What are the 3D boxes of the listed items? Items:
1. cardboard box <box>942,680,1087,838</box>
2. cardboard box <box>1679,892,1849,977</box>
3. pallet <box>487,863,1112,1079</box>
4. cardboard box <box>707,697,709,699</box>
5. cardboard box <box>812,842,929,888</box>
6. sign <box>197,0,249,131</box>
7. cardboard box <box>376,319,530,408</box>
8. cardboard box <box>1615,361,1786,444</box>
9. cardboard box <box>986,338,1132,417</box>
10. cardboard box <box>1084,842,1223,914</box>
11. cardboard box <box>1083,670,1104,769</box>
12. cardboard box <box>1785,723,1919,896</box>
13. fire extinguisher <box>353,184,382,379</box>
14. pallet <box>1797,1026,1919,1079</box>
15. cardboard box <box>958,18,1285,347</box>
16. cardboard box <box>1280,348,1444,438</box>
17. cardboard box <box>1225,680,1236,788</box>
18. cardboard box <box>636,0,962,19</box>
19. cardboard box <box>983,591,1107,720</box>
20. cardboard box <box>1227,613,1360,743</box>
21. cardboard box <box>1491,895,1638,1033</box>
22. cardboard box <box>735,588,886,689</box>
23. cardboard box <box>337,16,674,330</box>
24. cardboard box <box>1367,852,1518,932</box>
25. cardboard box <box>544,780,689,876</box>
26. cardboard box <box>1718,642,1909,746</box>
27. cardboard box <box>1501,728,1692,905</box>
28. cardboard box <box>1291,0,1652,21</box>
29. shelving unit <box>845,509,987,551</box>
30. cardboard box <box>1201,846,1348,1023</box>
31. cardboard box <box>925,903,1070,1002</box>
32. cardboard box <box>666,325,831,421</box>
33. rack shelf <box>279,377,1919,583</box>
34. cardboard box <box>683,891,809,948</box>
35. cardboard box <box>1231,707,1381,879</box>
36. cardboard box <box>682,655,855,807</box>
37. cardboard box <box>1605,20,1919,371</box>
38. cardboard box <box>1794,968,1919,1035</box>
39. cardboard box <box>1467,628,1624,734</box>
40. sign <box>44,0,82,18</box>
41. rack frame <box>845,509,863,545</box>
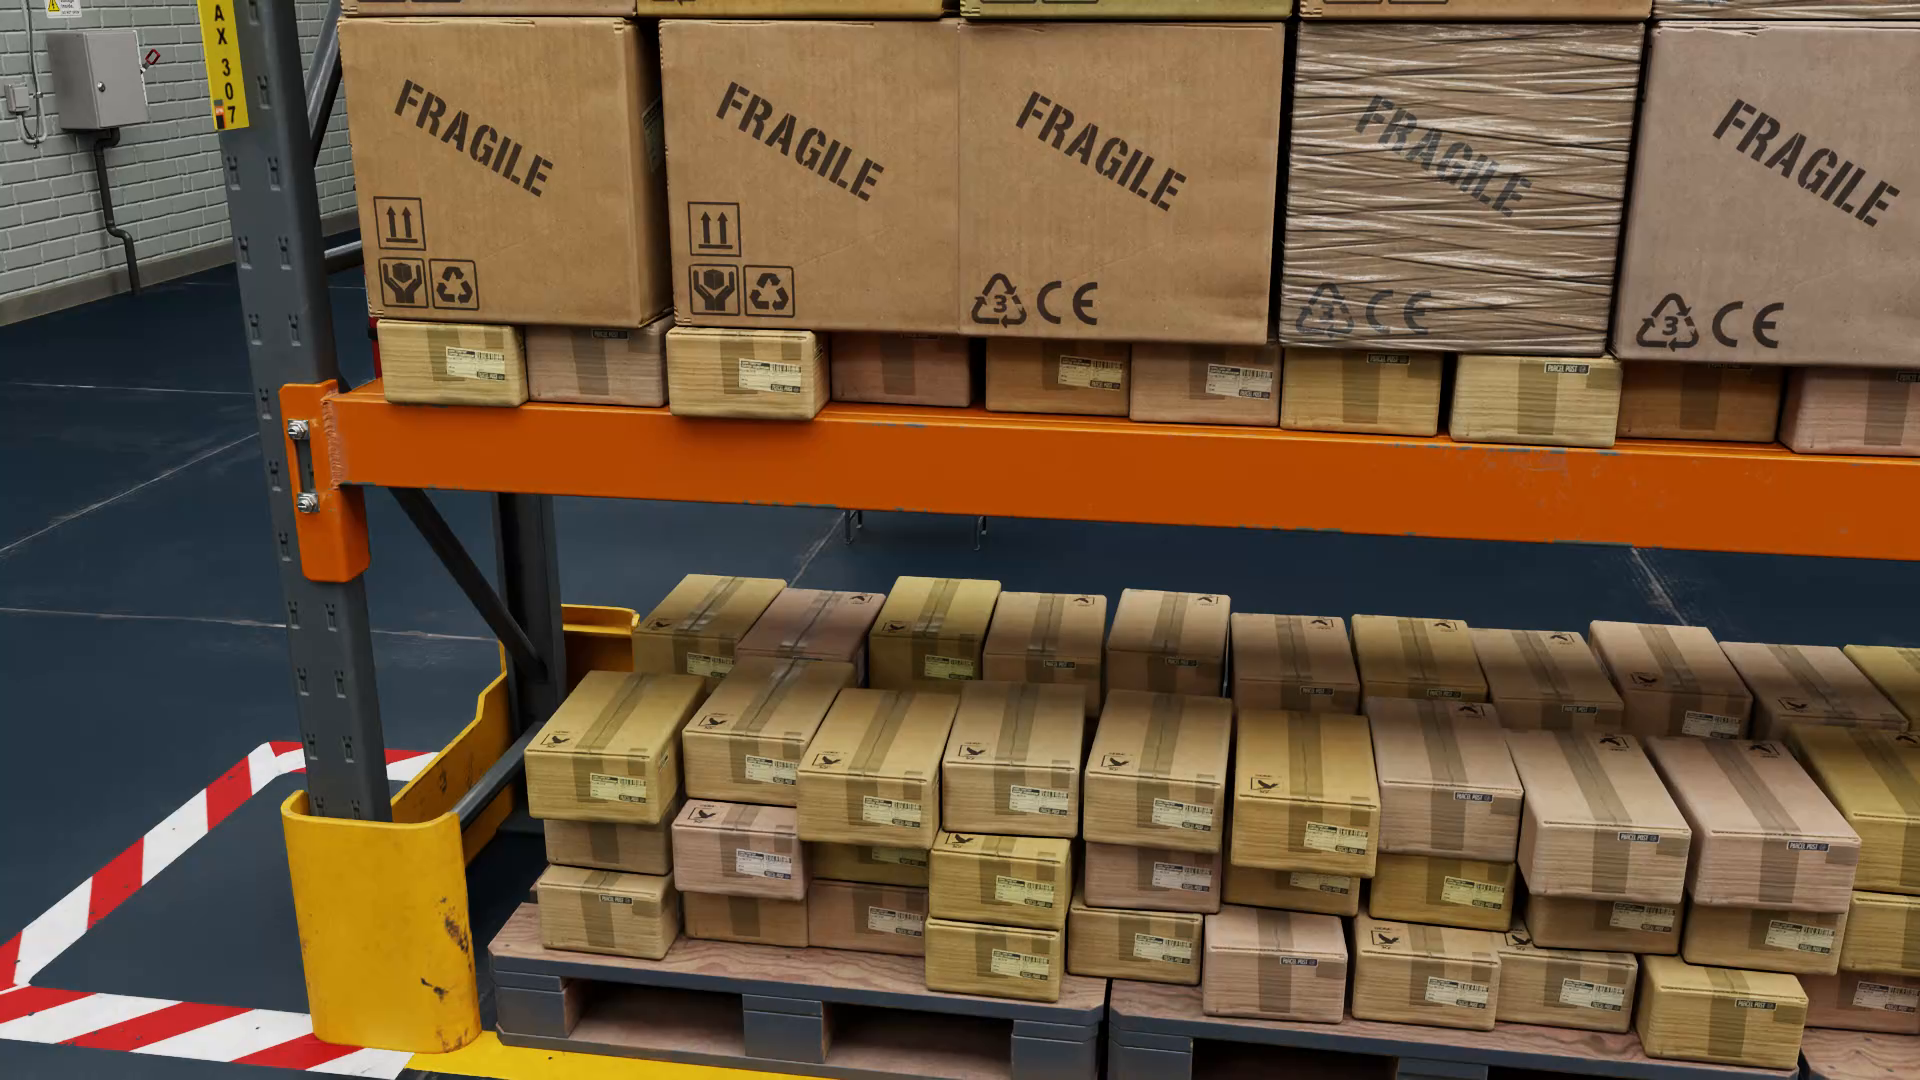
[{"bbox_3d":[0.112,0.417,3.223,0.250,0.149,0.380,2,19,6],"label":"cardboard box"},{"bbox_3d":[1.435,0.627,3.064,0.250,0.149,0.380,3,19,10],"label":"cardboard box"},{"bbox_3d":[-0.258,0.776,3.651,1.213,0.211,1.003,3,19,9],"label":"pallet"},{"bbox_3d":[-0.563,0.347,3.902,0.250,0.149,0.380,2,19,7],"label":"cardboard box"},{"bbox_3d":[-0.135,0.532,3.347,0.250,0.149,0.380,3,19,9],"label":"cardboard box"},{"bbox_3d":[-1.215,-0.843,2.730,0.005,0.325,0.100,3,19,9],"label":"sign"},{"bbox_3d":[-0.861,-0.364,3.059,0.250,0.149,0.380,3,19,8],"label":"cardboard box"},{"bbox_3d":[1.209,-0.288,2.833,0.250,0.149,0.380,3,19,8],"label":"cardboard box"},{"bbox_3d":[0.195,-0.342,2.995,0.250,0.149,0.380,3,19,8],"label":"cardboard box"},{"bbox_3d":[0.378,0.563,3.255,0.250,0.149,0.380,2,19,6],"label":"cardboard box"},{"bbox_3d":[0.200,0.418,3.688,0.250,0.149,0.380,3,19,8],"label":"cardboard box"},{"bbox_3d":[1.678,0.485,3.019,0.250,0.149,0.380,4,19,10],"label":"cardboard box"},{"bbox_3d":[-1.305,-0.546,3.917,0.183,0.674,0.296,3,19,9],"label":"fire extinguisher"},{"bbox_3d":[2.151,0.899,3.284,1.213,0.211,1.003,3,19,9],"label":"pallet"},{"bbox_3d":[0.284,-0.634,2.844,0.500,0.500,0.500,3,19,9],"label":"cardboard box"},{"bbox_3d":[0.687,-0.301,2.873,0.250,0.149,0.380,4,19,11],"label":"cardboard box"},{"bbox_3d":[0.714,0.413,3.703,0.250,0.149,0.380,4,19,11],"label":"cardboard box"},{"bbox_3d":[-0.229,-1.136,2.768,0.500,0.500,0.500,3,19,10],"label":"cardboard box"},{"bbox_3d":[0.194,0.253,3.714,0.250,0.149,0.380,2,19,6],"label":"cardboard box"},{"bbox_3d":[0.711,0.297,3.583,0.250,0.149,0.380,2,19,7],"label":"cardboard box"},{"bbox_3d":[1.110,0.753,3.157,0.250,0.149,0.380,3,19,10],"label":"cardboard box"},{"bbox_3d":[-0.327,0.246,3.733,0.250,0.149,0.380,3,19,10],"label":"cardboard box"},{"bbox_3d":[-0.730,-0.681,2.986,0.500,0.500,0.500,4,19,11],"label":"cardboard box"},{"bbox_3d":[0.917,0.580,3.203,0.250,0.149,0.380,4,19,11],"label":"cardboard box"},{"bbox_3d":[-0.653,0.516,3.395,0.250,0.149,0.380,4,19,11],"label":"cardboard box"},{"bbox_3d":[1.732,0.352,3.417,0.250,0.149,0.380,2,19,7],"label":"cardboard box"},{"bbox_3d":[1.128,0.491,3.002,0.250,0.149,0.380,2,19,7],"label":"cardboard box"},{"bbox_3d":[0.785,-1.078,2.595,0.500,0.500,0.500,2,19,7],"label":"cardboard box"},{"bbox_3d":[-0.163,-0.577,6.138,0.503,1.200,0.258,3,19,9],"label":"shelving unit"},{"bbox_3d":[0.589,0.745,3.180,0.250,0.149,0.380,2,19,6],"label":"cardboard box"},{"bbox_3d":[0.090,0.722,3.248,0.250,0.149,0.380,3,19,9],"label":"cardboard box"},{"bbox_3d":[-0.346,-0.334,2.969,0.250,0.149,0.380,2,19,7],"label":"cardboard box"},{"bbox_3d":[0.845,-0.160,3.189,4.000,0.370,1.077,3,19,9],"label":"rack shelf"},{"bbox_3d":[-0.391,0.665,3.420,0.250,0.149,0.380,3,19,8],"label":"cardboard box"},{"bbox_3d":[0.637,0.461,3.090,0.250,0.149,0.380,3,19,9],"label":"cardboard box"},{"bbox_3d":[-0.374,0.378,3.341,0.250,0.149,0.380,3,19,10],"label":"cardboard box"},{"bbox_3d":[1.294,-0.577,2.674,0.500,0.500,0.500,3,19,8],"label":"cardboard box"},{"bbox_3d":[1.624,0.755,3.149,0.250,0.149,0.380,2,19,7],"label":"cardboard box"},{"bbox_3d":[1.211,0.326,3.496,0.250,0.149,0.380,2,19,6],"label":"cardboard box"},{"bbox_3d":[-5.751,-3.470,10.645,0.001,0.242,0.339,3,19,9],"label":"sign"},{"bbox_3d":[-0.404,-0.590,6.174,0.015,1.200,0.240,3,19,9],"label":"rack frame"}]
